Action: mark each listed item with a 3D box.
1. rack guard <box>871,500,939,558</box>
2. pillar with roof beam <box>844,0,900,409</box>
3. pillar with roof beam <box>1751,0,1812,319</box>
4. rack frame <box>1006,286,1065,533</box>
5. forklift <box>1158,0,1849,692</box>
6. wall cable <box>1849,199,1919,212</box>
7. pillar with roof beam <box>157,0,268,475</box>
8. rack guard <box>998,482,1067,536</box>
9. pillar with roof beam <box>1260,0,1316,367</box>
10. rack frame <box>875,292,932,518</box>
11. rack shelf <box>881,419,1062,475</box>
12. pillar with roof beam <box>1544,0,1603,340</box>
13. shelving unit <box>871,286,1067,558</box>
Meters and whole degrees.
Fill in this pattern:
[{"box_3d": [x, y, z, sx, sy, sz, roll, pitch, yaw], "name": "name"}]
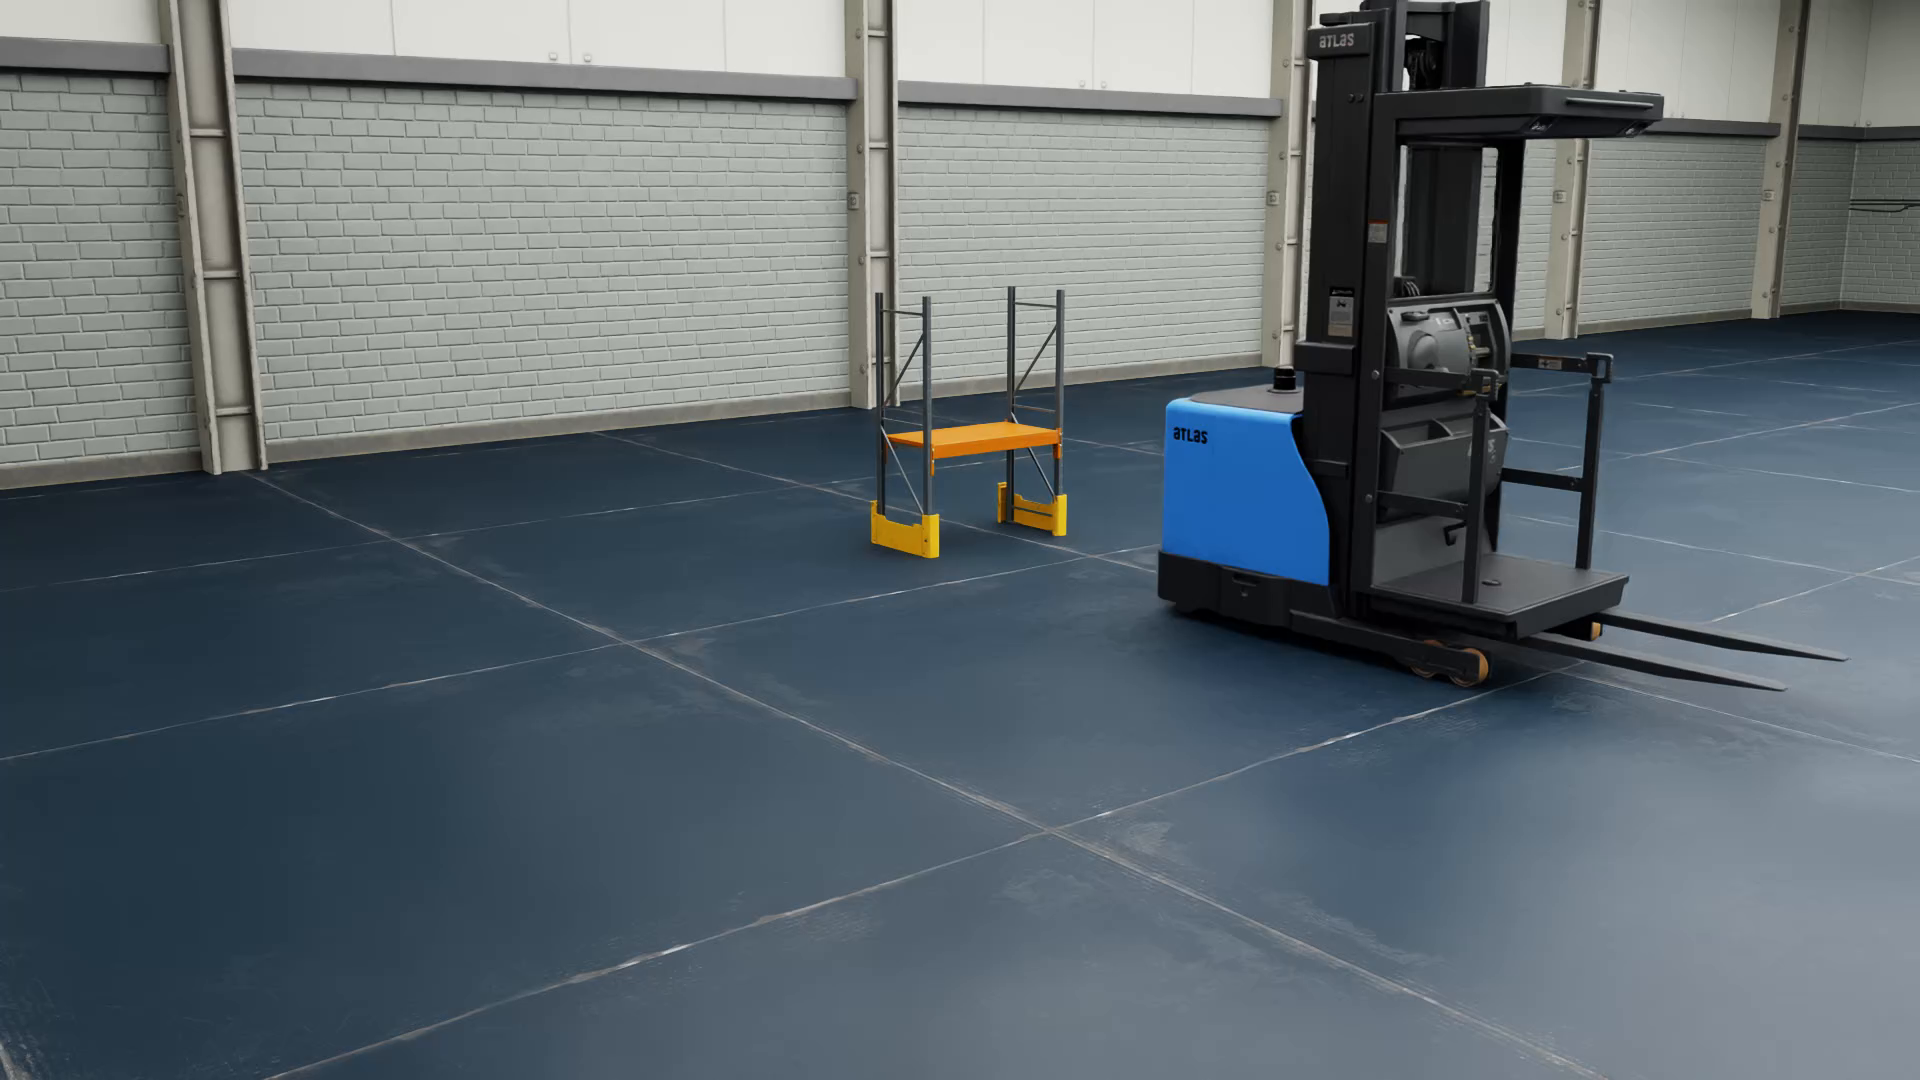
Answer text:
[{"box_3d": [-0.329, -0.068, 9.845, 0.087, 0.250, 0.587, -9, 15, -38], "name": "rack guard"}, {"box_3d": [1.855, -5.021, 12.108, 0.400, 9.000, 9.100, -9, 15, -38], "name": "pillar with roof beam"}, {"box_3d": [15.910, -7.356, 23.108, 0.400, 9.000, 9.100, -9, 15, -38], "name": "pillar with roof beam"}, {"box_3d": [0.464, -0.811, 10.336, 0.032, 1.500, 0.500, -9, 15, -38], "name": "rack frame"}, {"box_3d": [2.368, -0.921, 7.408, 1.130, 2.935, 3.031, -11, 16, -41], "name": "forklift"}, {"box_3d": [16.347, -6.703, 27.509, 0.112, 2.526, 3.097, -9, 15, -38], "name": "wall cable"}, {"box_3d": [-2.830, -4.242, 8.442, 0.400, 9.000, 9.100, -9, 15, -38], "name": "pillar with roof beam"}, {"box_3d": [0.448, -0.197, 10.454, 0.087, 0.250, 0.587, -9, 15, -38], "name": "rack guard"}, {"box_3d": [6.540, -5.799, 15.775, 0.400, 9.000, 9.100, -9, 15, -38], "name": "pillar with roof beam"}, {"box_3d": [-0.330, -0.679, 9.714, 0.032, 1.500, 0.500, -9, 15, -38], "name": "rack frame"}, {"box_3d": [0.067, -0.569, 10.062, 1.000, 0.185, 0.538, -9, 15, -38], "name": "rack shelf"}, {"box_3d": [11.225, -6.578, 19.441, 0.400, 9.000, 9.100, -9, 15, -38], "name": "pillar with roof beam"}, {"box_3d": [0.060, -0.744, 10.020, 1.083, 1.500, 0.587, -9, 15, -38], "name": "shelving unit"}]
